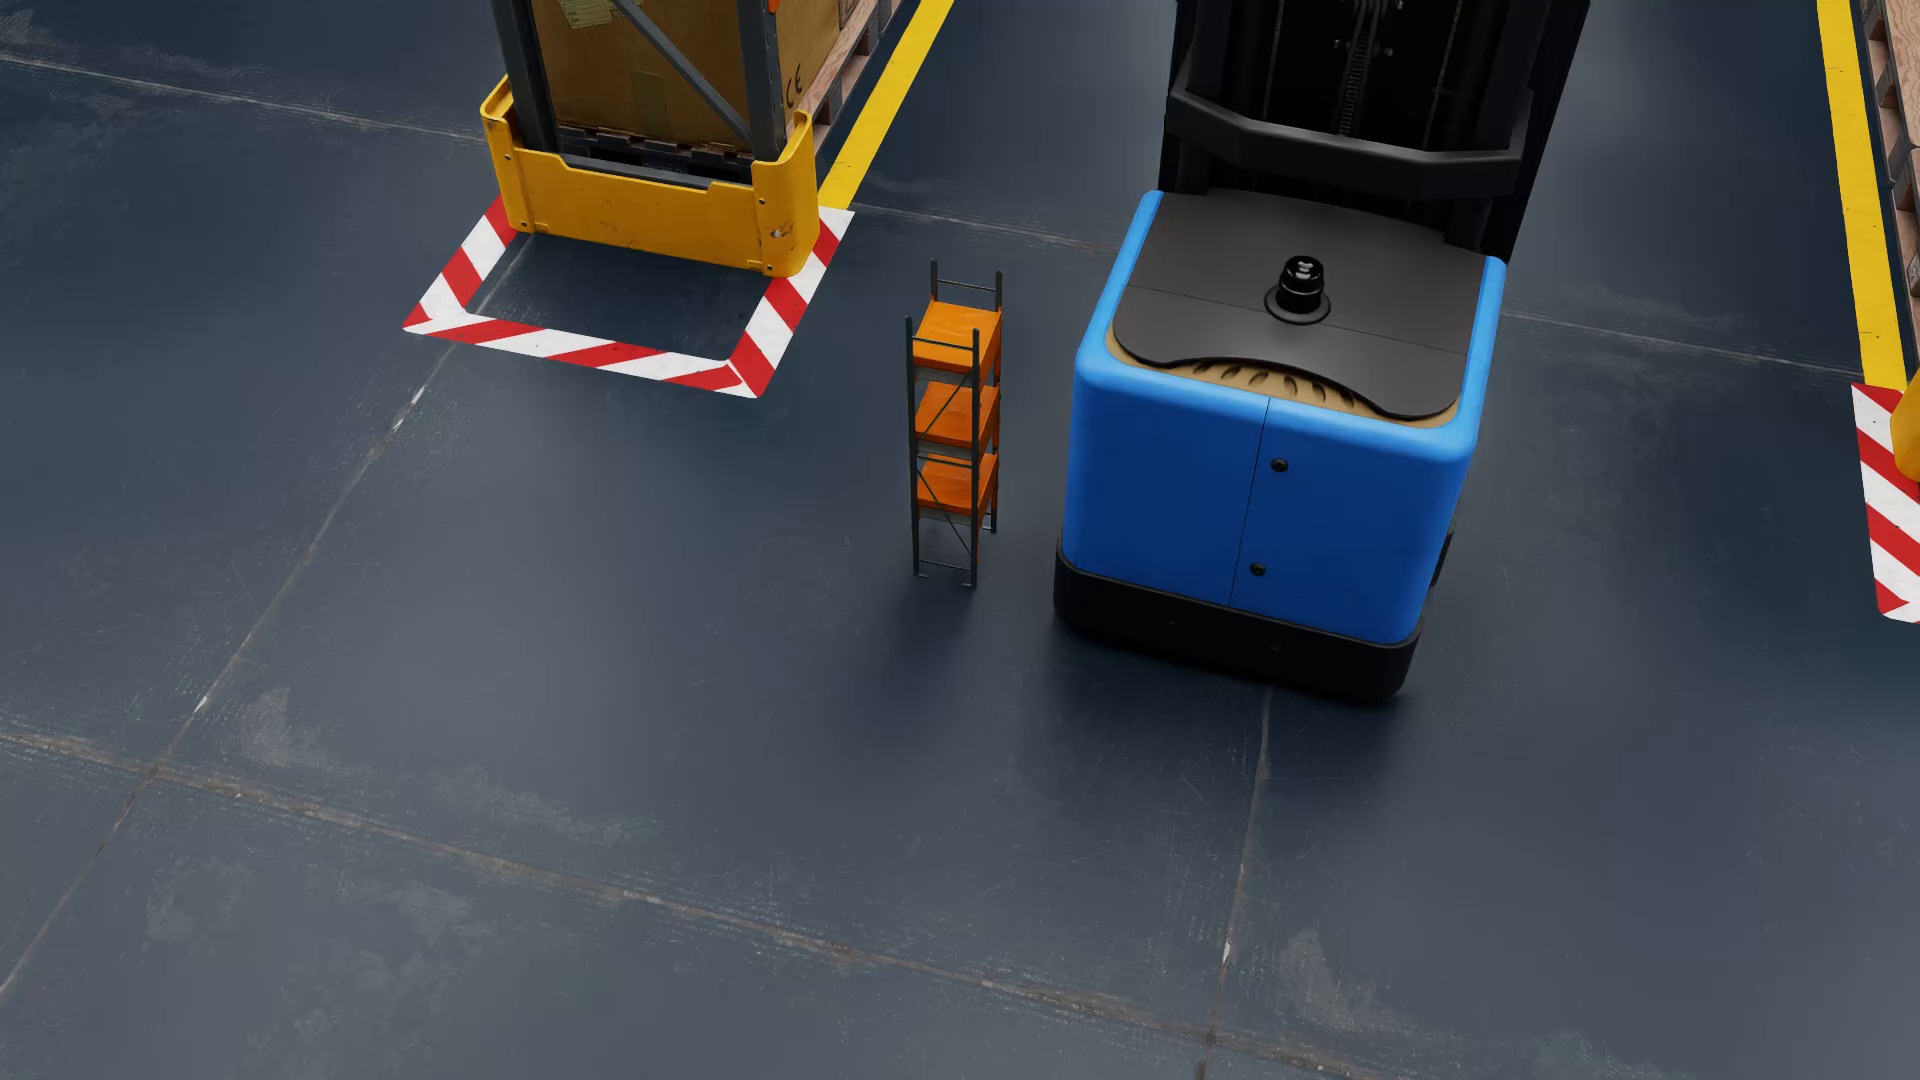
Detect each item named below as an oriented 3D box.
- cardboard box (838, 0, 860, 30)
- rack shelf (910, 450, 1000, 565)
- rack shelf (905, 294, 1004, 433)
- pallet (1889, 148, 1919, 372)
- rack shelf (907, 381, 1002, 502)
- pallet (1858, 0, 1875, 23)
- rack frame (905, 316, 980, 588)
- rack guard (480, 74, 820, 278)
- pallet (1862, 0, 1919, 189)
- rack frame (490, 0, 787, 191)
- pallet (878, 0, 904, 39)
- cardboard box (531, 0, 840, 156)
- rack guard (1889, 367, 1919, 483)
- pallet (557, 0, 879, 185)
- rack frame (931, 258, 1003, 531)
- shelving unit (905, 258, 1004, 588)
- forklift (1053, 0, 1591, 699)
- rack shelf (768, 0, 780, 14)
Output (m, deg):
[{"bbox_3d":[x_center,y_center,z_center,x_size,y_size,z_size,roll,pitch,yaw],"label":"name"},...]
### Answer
[{"bbox_3d":[-0.784,-2.771,6.832,0.875,0.875,0.875,12,50,10],"label":"cardboard box"},{"bbox_3d":[-0.014,-0.118,5.039,0.215,0.259,0.240,12,50,10],"label":"rack shelf"},{"bbox_3d":[-0.014,-0.489,4.617,0.215,0.259,0.240,12,50,10],"label":"rack shelf"},{"bbox_3d":[3.918,-0.887,5.892,1.003,0.211,1.213,12,50,10],"label":"pallet"},{"bbox_3d":[-0.014,-0.302,4.830,0.215,0.259,0.240,12,50,10],"label":"rack shelf"},{"bbox_3d":[4.560,-2.652,7.450,1.003,0.211,1.213,12,50,10],"label":"pallet"},{"bbox_3d":[-0.046,-0.220,4.744,0.200,1.050,0.008,12,50,10],"label":"rack frame"},{"bbox_3d":[-1.121,-1.354,6.111,1.175,0.500,0.348,12,50,10],"label":"rack guard"},{"bbox_3d":[4.241,-1.767,6.669,1.003,0.211,1.213,12,50,10],"label":"pallet"},{"bbox_3d":[-1.115,-2.198,5.190,1.000,3.000,0.127,12,50,10],"label":"rack frame"},{"bbox_3d":[-0.657,-2.749,7.536,1.003,0.211,1.213,12,50,10],"label":"pallet"},{"bbox_3d":[-1.024,-2.113,6.251,0.875,0.875,0.875,12,50,10],"label":"cardboard box"},{"bbox_3d":[3.670,-0.374,5.247,1.175,0.500,0.348,12,50,10],"label":"rack guard"},{"bbox_3d":[-0.980,-1.869,6.759,1.003,0.211,1.213,12,50,10],"label":"pallet"},{"bbox_3d":[0.018,-0.397,4.900,0.200,1.050,0.008,12,50,10],"label":"rack frame"},{"bbox_3d":[-0.014,-0.309,4.822,0.215,1.050,0.252,12,50,10],"label":"shelving unit"},{"bbox_3d":[1.225,-1.646,4.748,1.130,2.935,3.031,14,50,12],"label":"forklift"},{"bbox_3d":[-0.589,-3.407,6.736,1.077,0.370,4.000,12,50,10],"label":"rack shelf"}]
